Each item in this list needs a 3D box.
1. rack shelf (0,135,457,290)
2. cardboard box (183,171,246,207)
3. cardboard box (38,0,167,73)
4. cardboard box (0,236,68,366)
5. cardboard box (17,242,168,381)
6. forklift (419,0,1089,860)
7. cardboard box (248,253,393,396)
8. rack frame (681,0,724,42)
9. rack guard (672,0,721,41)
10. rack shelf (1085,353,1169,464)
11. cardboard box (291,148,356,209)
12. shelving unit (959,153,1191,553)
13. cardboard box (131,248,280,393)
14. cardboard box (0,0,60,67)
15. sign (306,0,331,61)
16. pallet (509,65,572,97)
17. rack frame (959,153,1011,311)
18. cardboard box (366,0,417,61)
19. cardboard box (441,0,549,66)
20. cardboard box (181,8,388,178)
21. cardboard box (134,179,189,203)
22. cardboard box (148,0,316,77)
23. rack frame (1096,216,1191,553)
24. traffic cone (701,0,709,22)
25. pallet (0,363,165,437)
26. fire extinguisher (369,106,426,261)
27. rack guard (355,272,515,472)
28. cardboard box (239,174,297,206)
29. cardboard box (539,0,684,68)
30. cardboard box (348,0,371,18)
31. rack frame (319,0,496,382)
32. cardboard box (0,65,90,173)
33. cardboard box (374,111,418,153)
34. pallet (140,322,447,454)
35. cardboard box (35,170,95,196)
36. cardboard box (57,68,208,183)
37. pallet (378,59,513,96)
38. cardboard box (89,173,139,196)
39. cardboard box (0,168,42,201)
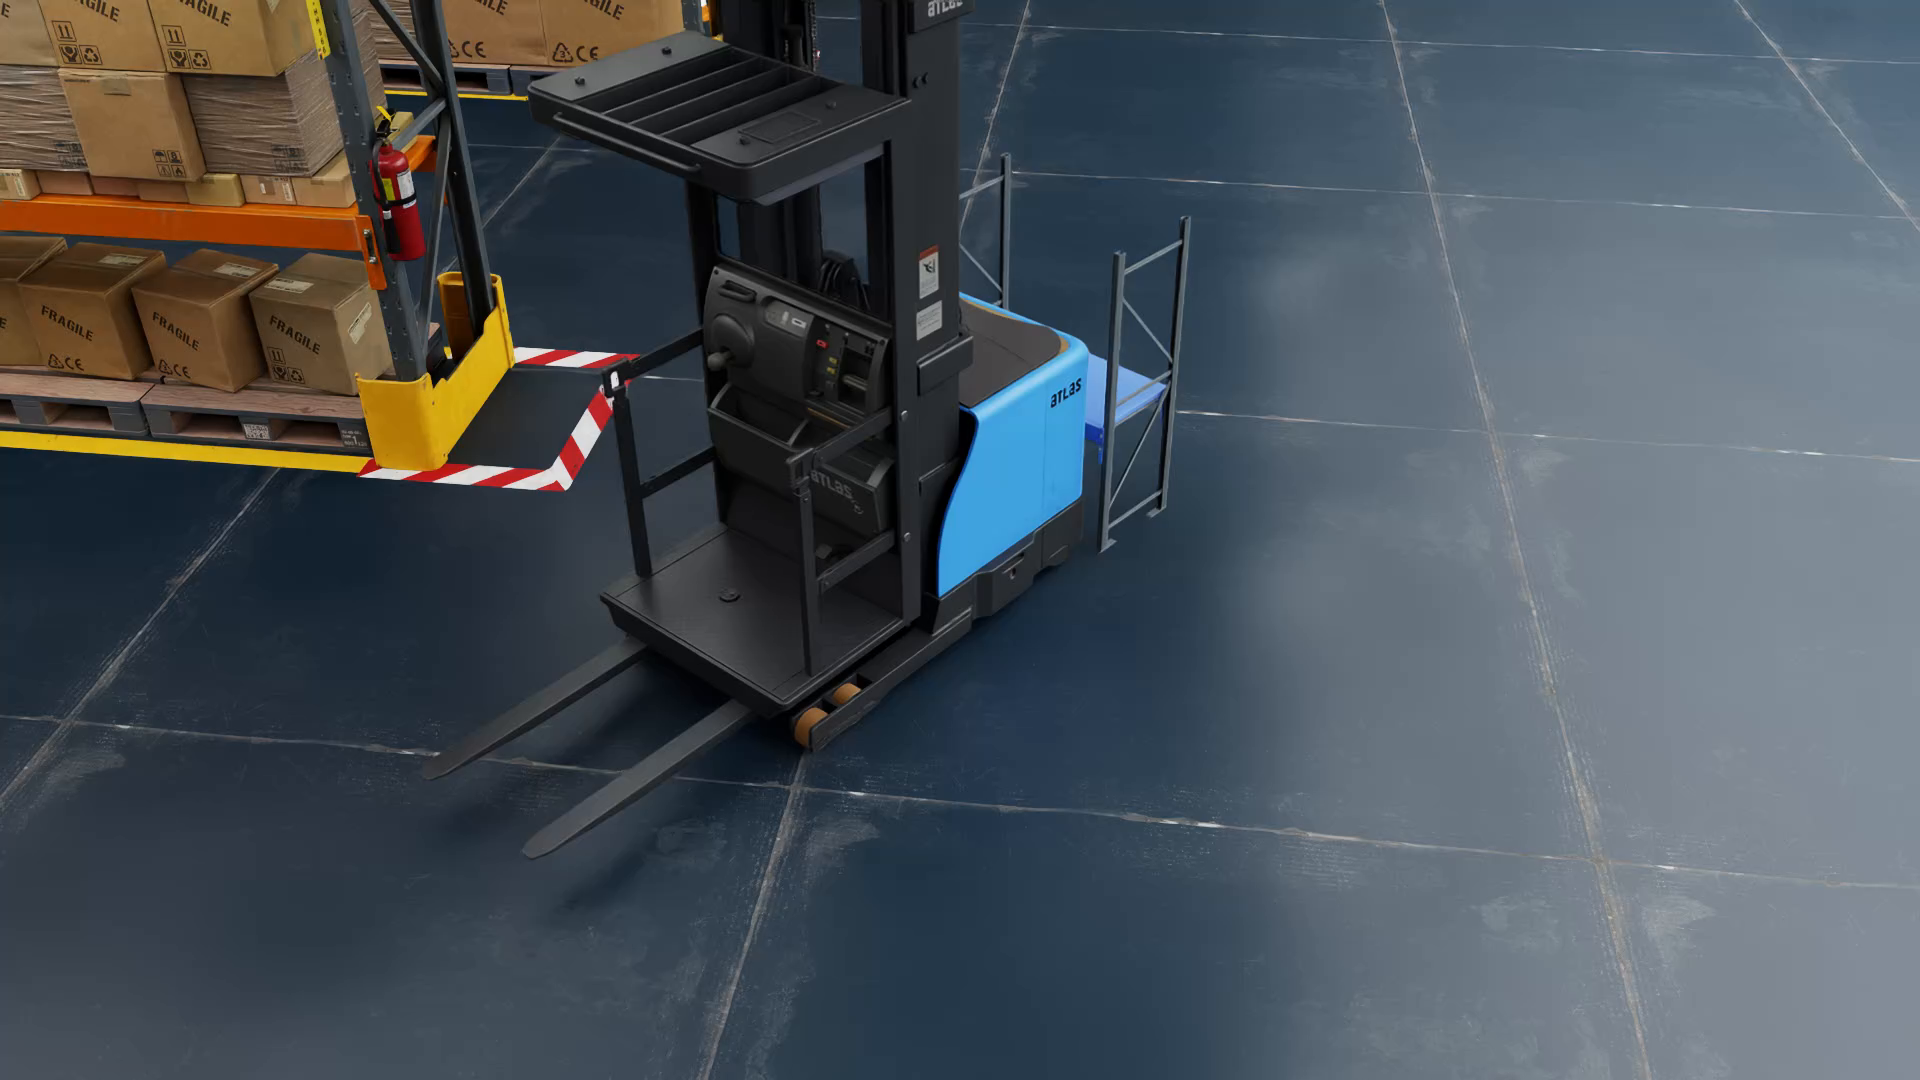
[{"bbox_3d":[-4.584,-1.754,8.245,4.000,0.370,1.077,4,36,6],"label":"rack shelf"},{"bbox_3d":[-3.412,-1.707,7.776,0.250,0.149,0.380,4,36,6],"label":"cardboard box"},{"bbox_3d":[-3.674,-2.400,7.328,0.500,0.500,0.500,4,36,6],"label":"cardboard box"},{"bbox_3d":[-4.981,-1.257,8.720,0.500,0.500,0.500,1,36,2],"label":"cardboard box"},{"bbox_3d":[-4.433,-1.190,8.626,0.500,0.500,0.500,7,36,10],"label":"cardboard box"},{"bbox_3d":[-0.770,-0.692,6.197,1.130,2.935,3.031,26,43,32],"label":"forklift"},{"bbox_3d":[-3.218,-1.109,8.511,0.500,0.500,0.500,11,37,15],"label":"cardboard box"},{"bbox_3d":[-1.868,-4.750,11.823,0.127,3.000,1.000,4,36,6],"label":"rack frame"},{"bbox_3d":[-1.844,-3.730,12.547,0.348,0.500,1.175,4,36,6],"label":"rack guard"},{"bbox_3d":[0.433,-0.718,7.774,1.000,0.185,0.538,28,44,33],"label":"rack shelf"},{"bbox_3d":[-2.909,-1.699,7.765,0.250,0.149,0.380,4,36,6],"label":"cardboard box"},{"bbox_3d":[0.433,-0.864,7.670,1.048,1.500,0.538,28,44,33],"label":"shelving unit"},{"bbox_3d":[-3.815,-1.133,8.546,0.500,0.500,0.500,14,38,18],"label":"cardboard box"},{"bbox_3d":[-4.170,-2.438,7.382,0.500,0.500,0.500,4,36,6],"label":"cardboard box"},{"bbox_3d":[-2.691,-2.181,6.955,0.005,0.325,0.100,4,36,6],"label":"sign"},{"bbox_3d":[-2.671,-3.629,12.653,1.213,0.211,1.003,4,36,6],"label":"pallet"},{"bbox_3d":[0.057,-1.063,7.948,0.032,1.500,0.500,28,44,33],"label":"rack frame"},{"bbox_3d":[-4.326,-4.200,12.521,0.875,0.875,0.875,5,36,6],"label":"cardboard box"},{"bbox_3d":[-3.422,-4.132,12.425,0.875,0.875,0.875,4,36,5],"label":"cardboard box"},{"bbox_3d":[-3.142,-2.118,7.793,0.500,0.500,0.875,4,36,6],"label":"cardboard box"},{"bbox_3d":[-3.658,-1.734,7.814,0.250,0.149,0.380,4,36,6],"label":"cardboard box"},{"bbox_3d":[-3.177,-2.366,7.281,0.500,0.500,0.500,4,36,6],"label":"cardboard box"},{"bbox_3d":[0.809,-0.665,7.391,0.032,1.500,0.500,28,44,33],"label":"rack frame"},{"bbox_3d":[-2.214,-4.575,13.761,0.334,0.463,0.336,4,36,6],"label":"traffic cone"},{"bbox_3d":[-4.684,-0.942,8.888,1.213,0.211,1.003,4,36,6],"label":"pallet"},{"bbox_3d":[-2.545,-1.594,7.468,0.183,0.674,0.296,4,36,6],"label":"fire extinguisher"},{"bbox_3d":[-2.676,-0.887,8.563,0.348,0.500,1.175,4,36,6],"label":"rack guard"},{"bbox_3d":[-3.157,-1.718,7.791,0.250,0.149,0.380,4,36,6],"label":"cardboard box"},{"bbox_3d":[-2.549,-4.068,12.335,0.875,0.875,0.875,4,36,6],"label":"cardboard box"},{"bbox_3d":[-3.111,-2.666,7.700,0.500,0.500,0.500,4,36,6],"label":"cardboard box"},{"bbox_3d":[-2.600,-1.899,7.829,0.127,3.000,1.000,4,36,6],"label":"rack frame"},{"bbox_3d":[-4.144,-2.147,7.834,0.500,0.500,0.875,4,36,6],"label":"cardboard box"},{"bbox_3d":[-2.853,-1.955,8.124,0.250,0.149,0.380,4,36,6],"label":"cardboard box"},{"bbox_3d":[-3.477,-0.850,8.760,1.213,0.211,1.003,4,36,6],"label":"pallet"},{"bbox_3d":[-4.151,-1.782,7.881,0.250,0.149,0.380,4,36,6],"label":"cardboard box"},{"bbox_3d":[-3.654,-2.085,7.748,0.500,0.500,0.875,4,36,6],"label":"cardboard box"},{"bbox_3d":[-3.878,-3.720,12.781,1.213,0.211,1.003,4,36,6],"label":"pallet"},{"bbox_3d":[-3.900,-1.777,7.873,0.250,0.149,0.380,4,36,6],"label":"cardboard box"},{"bbox_3d":[-4.410,-1.750,7.836,0.250,0.149,0.380,4,36,6],"label":"cardboard box"}]
